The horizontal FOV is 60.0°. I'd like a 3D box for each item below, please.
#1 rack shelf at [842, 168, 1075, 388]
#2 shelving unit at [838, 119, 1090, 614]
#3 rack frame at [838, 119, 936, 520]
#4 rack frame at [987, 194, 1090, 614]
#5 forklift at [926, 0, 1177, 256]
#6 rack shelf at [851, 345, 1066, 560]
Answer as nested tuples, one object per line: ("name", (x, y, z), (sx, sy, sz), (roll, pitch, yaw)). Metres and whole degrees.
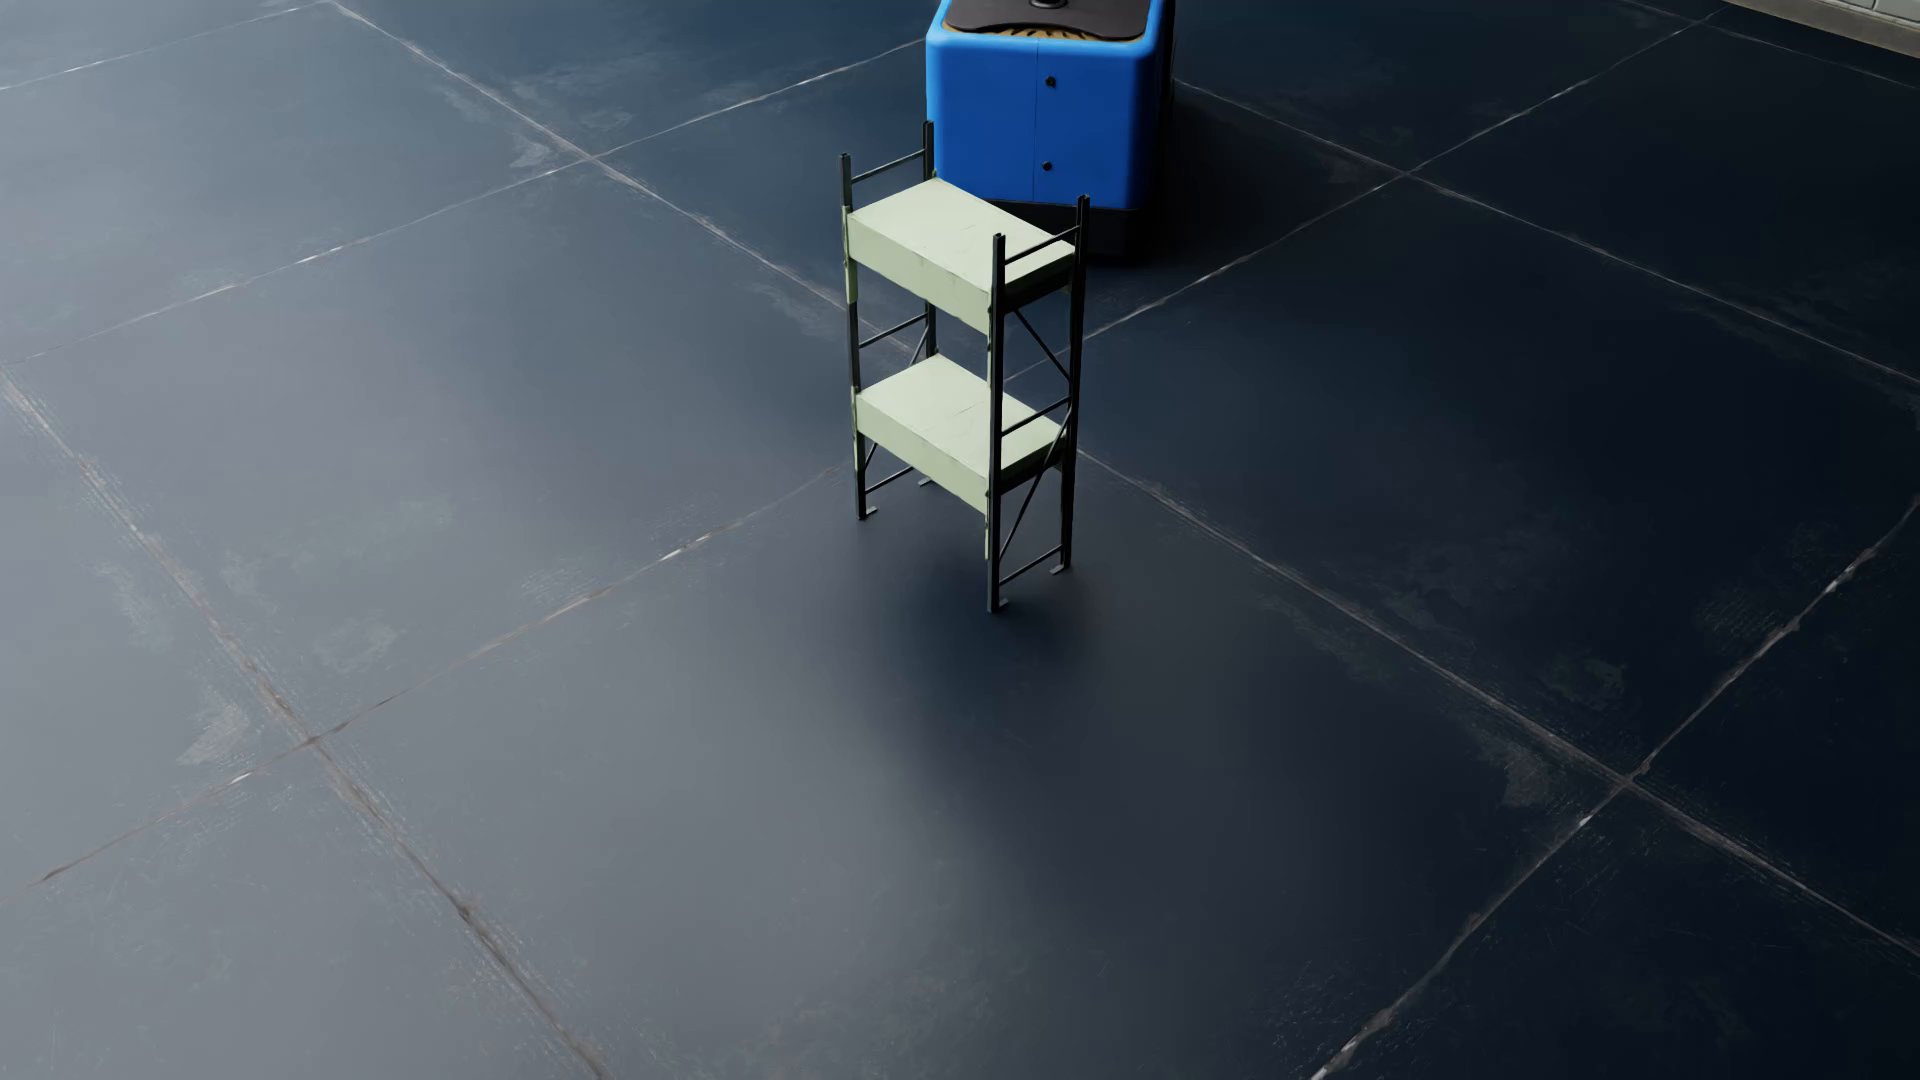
("rack shelf", (0.005, -0.884, 5.530), (0.431, 0.370, 0.720), (-30, 48, -32))
("shelving unit", (0.005, -0.580, 5.775), (0.431, 1.500, 0.755), (-30, 48, -32))
("rack frame", (-0.243, -0.750, 5.985), (0.400, 1.500, 0.023), (-30, 48, -32))
("rack frame", (0.252, -0.411, 5.565), (0.400, 1.500, 0.023), (-30, 48, -32))
("forklift", (0.577, -3.392, 8.118), (1.130, 2.935, 3.031), (6, 39, 7))
("rack shelf", (0.005, -0.327, 5.980), (0.431, 0.370, 0.720), (-30, 48, -32))
